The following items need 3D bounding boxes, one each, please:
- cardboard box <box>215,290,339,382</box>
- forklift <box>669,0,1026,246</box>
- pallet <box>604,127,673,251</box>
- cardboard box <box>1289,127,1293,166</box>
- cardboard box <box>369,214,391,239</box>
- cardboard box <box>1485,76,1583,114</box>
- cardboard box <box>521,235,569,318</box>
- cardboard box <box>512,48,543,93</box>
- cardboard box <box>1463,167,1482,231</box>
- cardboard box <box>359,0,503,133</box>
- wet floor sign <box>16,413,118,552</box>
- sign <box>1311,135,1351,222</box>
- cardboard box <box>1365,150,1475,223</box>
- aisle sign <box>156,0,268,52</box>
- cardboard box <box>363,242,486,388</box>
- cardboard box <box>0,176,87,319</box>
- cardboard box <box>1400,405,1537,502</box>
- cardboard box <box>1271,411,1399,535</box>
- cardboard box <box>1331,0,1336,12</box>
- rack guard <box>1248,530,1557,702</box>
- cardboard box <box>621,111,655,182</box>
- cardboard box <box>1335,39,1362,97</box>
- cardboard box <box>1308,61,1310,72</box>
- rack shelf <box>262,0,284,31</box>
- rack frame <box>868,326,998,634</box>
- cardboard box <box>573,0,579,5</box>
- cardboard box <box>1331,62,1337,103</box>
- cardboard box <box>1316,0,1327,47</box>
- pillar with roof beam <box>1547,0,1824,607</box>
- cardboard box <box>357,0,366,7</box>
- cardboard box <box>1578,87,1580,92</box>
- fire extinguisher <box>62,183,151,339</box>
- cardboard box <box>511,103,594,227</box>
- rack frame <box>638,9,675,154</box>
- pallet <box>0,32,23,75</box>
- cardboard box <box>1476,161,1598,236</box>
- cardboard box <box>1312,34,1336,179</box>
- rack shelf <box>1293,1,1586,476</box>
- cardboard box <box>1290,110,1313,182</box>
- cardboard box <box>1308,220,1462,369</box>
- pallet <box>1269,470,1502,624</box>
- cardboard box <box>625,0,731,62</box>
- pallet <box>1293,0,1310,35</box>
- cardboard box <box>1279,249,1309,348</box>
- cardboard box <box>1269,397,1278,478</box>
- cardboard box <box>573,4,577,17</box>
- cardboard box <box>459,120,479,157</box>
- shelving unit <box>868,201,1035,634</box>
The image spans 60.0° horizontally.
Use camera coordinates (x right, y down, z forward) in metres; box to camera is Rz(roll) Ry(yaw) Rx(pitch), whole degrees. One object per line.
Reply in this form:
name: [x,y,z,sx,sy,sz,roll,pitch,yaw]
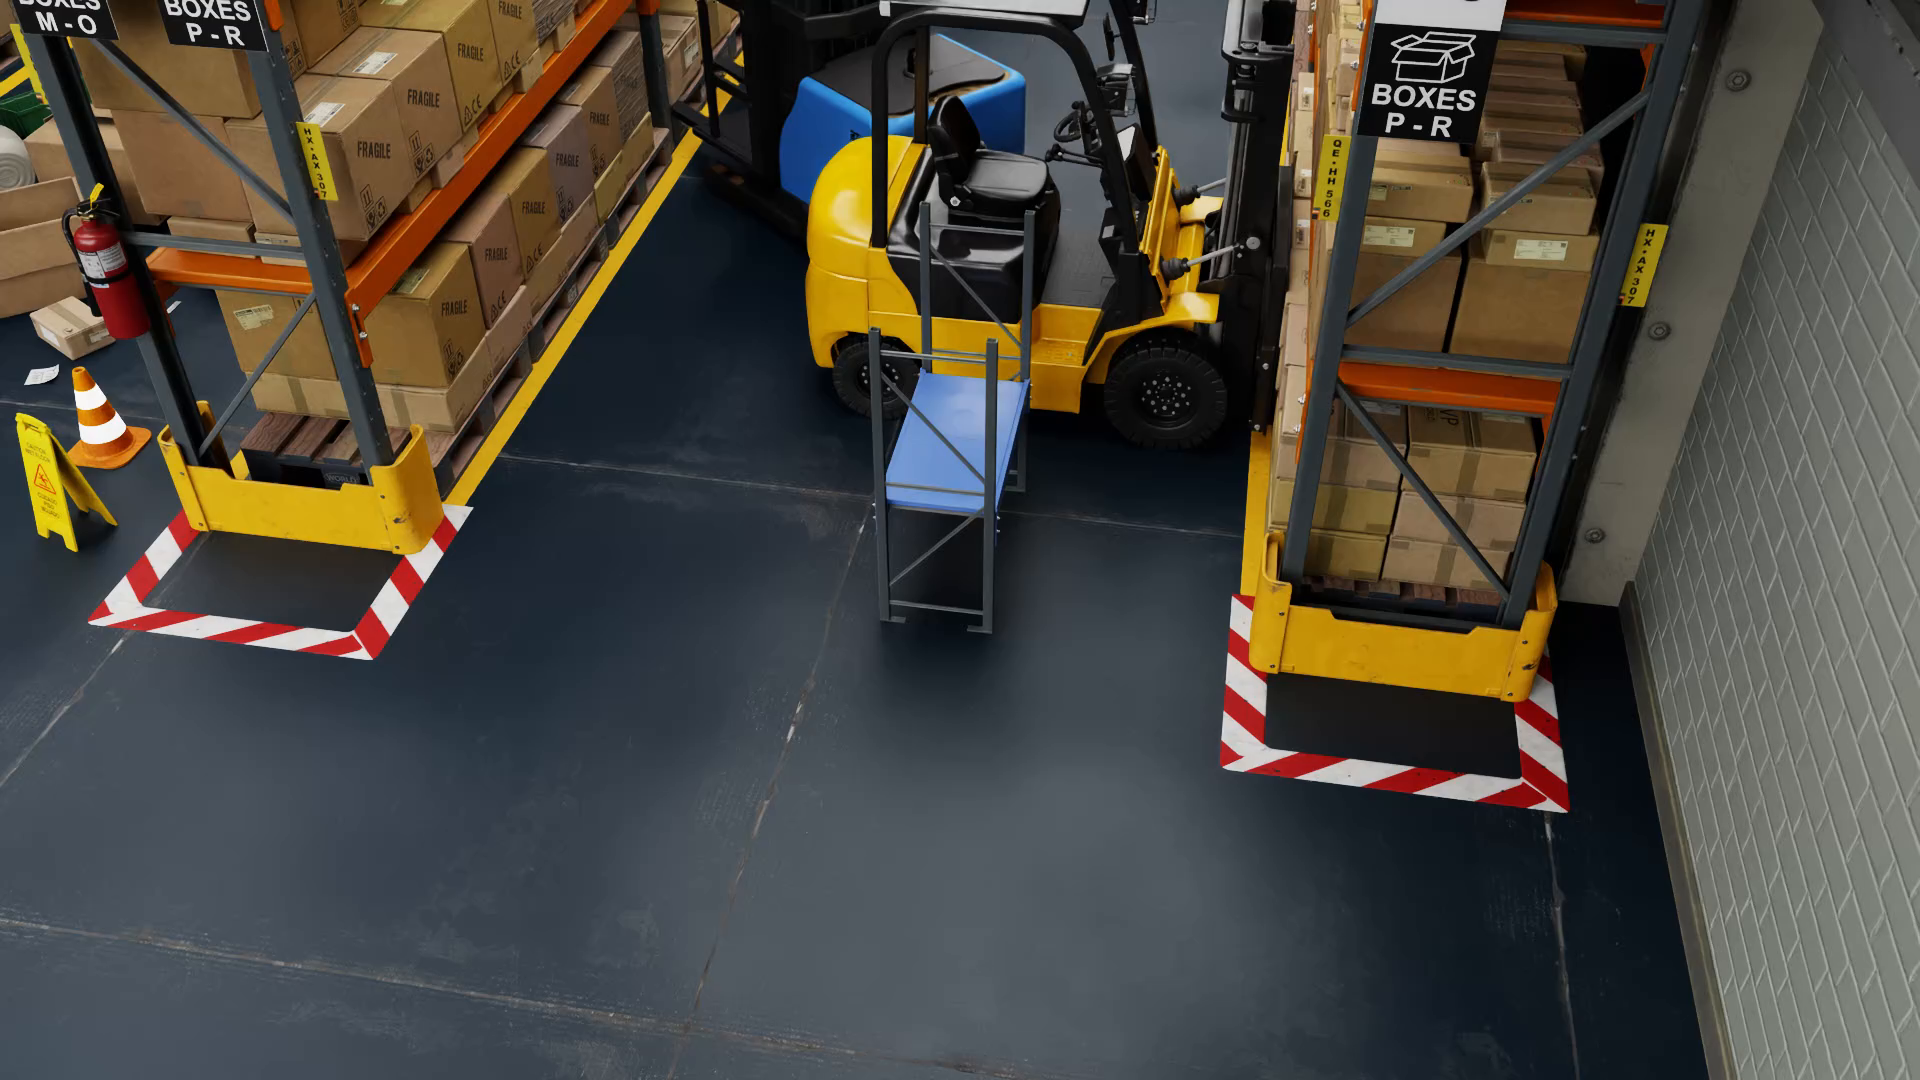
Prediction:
cardboard box: [-3.170,-1.129,8.001,0.500,0.500,0.500,7,40,8]
forklift: [-0.944,-3.391,9.552,1.130,2.935,3.031,-28,47,-29]
pallet: [-2.441,-2.216,10.265,1.003,0.211,1.213,6,40,8]
cardboard box: [2.142,-2.196,9.489,0.500,0.250,0.500,6,40,7]
cardboard box: [-2.760,-1.459,7.358,0.380,0.149,0.250,7,40,8]
cardboard box: [2.274,-1.733,6.671,0.380,0.149,0.250,7,40,8]
cardboard box: [-2.463,-1.447,8.974,0.500,0.250,0.500,9,40,11]
cardboard box: [-2.371,-2.423,8.524,0.380,0.149,0.250,7,40,8]
cardboard box: [2.131,-1.296,6.375,0.380,0.149,0.250,6,40,8]
cardboard box: [-2.524,-2.271,7.831,0.500,0.500,0.500,6,40,7]
wet floor sign: [-4.139,-0.297,7.603,0.267,0.644,0.232,20,44,23]
sign: [1.305,-1.267,5.834,0.100,0.325,0.005,6,40,8]
cardboard box: [1.692,-1.312,6.162,0.380,0.149,0.250,6,40,8]
aisle sign: [-2.758,-2.135,5.938,0.394,0.787,0.004,6,40,8]
cardboard box: [-2.637,-1.088,7.951,0.500,0.500,0.500,5,40,6]
cardboard box: [-5.242,-1.625,9.321,0.797,0.503,0.637,-20,44,-23]
cardboard box: [2.107,-0.429,6.959,0.500,0.250,0.500,6,40,7]
cardboard box: [1.614,-0.296,7.189,0.500,0.250,0.500,6,40,7]
cardboard box: [1.992,-2.648,8.012,0.380,0.149,0.250,6,40,7]
rack guard: [1.833,0.318,6.974,1.175,0.500,0.348,6,40,8]
cardboard box: [-2.198,-2.418,10.148,0.500,0.250,0.500,8,40,10]
cardboard box: [1.774,-1.961,6.947,0.380,0.149,0.250,7,40,9]
cardboard box: [2.751,-3.233,10.840,0.875,0.625,0.625,6,40,7]
rack shelf: [-2.706,-3.340,7.646,1.077,0.370,4.000,6,40,8]
rack frame: [-0.103,-0.205,6.821,0.500,1.500,0.032,6,40,8]
cardboard box: [-2.274,-3.239,9.002,0.500,0.500,0.500,8,40,9]
cardboard box: [1.819,-2.006,7.234,0.380,0.149,0.250,7,40,8]
cardboard box: [2.195,-2.960,8.898,0.500,0.500,0.500,5,40,6]
pillar with roof beam: [-1.395,-3.785,5.266,9.100,9.000,0.400,6,40,8]
cardboard box: [-3.097,-2.737,7.610,0.700,0.500,0.500,6,40,7]
cardboard box: [2.444,-1.933,7.146,0.380,0.149,0.250,8,40,9]
fire extinguisher: [-3.526,-1.155,6.854,0.296,0.674,0.183,6,40,8]
cardboard box: [-2.372,-2.067,9.135,0.500,0.500,0.500,8,40,10]
rack frame: [-2.360,-3.716,9.891,1.000,3.000,0.127,6,40,8]
pallet: [-7.194,-3.616,11.958,1.003,0.211,1.213,6,40,8]
cardboard box: [2.106,-1.251,6.088,0.380,0.149,0.250,6,40,7]
cardboard box: [1.927,-2.000,7.737,0.500,0.500,0.500,7,40,8]
rack shelf: [2.183,-1.639,7.943,1.077,0.370,4.000,6,40,8]
cardboard box: [2.038,-2.070,8.943,0.500,0.250,0.500,6,40,8]
cardboard box: [1.664,-1.037,6.572,0.500,0.500,0.500,6,40,7]
pallet: [1.928,-0.071,7.670,1.003,0.211,1.213,6,40,8]
cardboard box: [-2.151,-3.646,11.539,0.950,0.372,0.625,9,40,10]
pallet: [3.041,-4.094,12.537,1.003,0.211,1.213,6,40,8]
cardboard box: [1.770,-1.111,7.783,0.500,0.250,0.500,7,40,8]
cardboard box: [1.703,-0.404,7.713,0.500,0.250,0.500,6,40,8]
cardboard box: [-2.331,-2.917,9.121,0.380,0.149,0.250,6,40,7]
cardboard box: [-2.533,-1.937,7.936,0.380,0.149,0.250,7,40,9]
shelving unit: [-0.015,-0.524,7.207,0.538,1.500,1.048,6,40,8]
